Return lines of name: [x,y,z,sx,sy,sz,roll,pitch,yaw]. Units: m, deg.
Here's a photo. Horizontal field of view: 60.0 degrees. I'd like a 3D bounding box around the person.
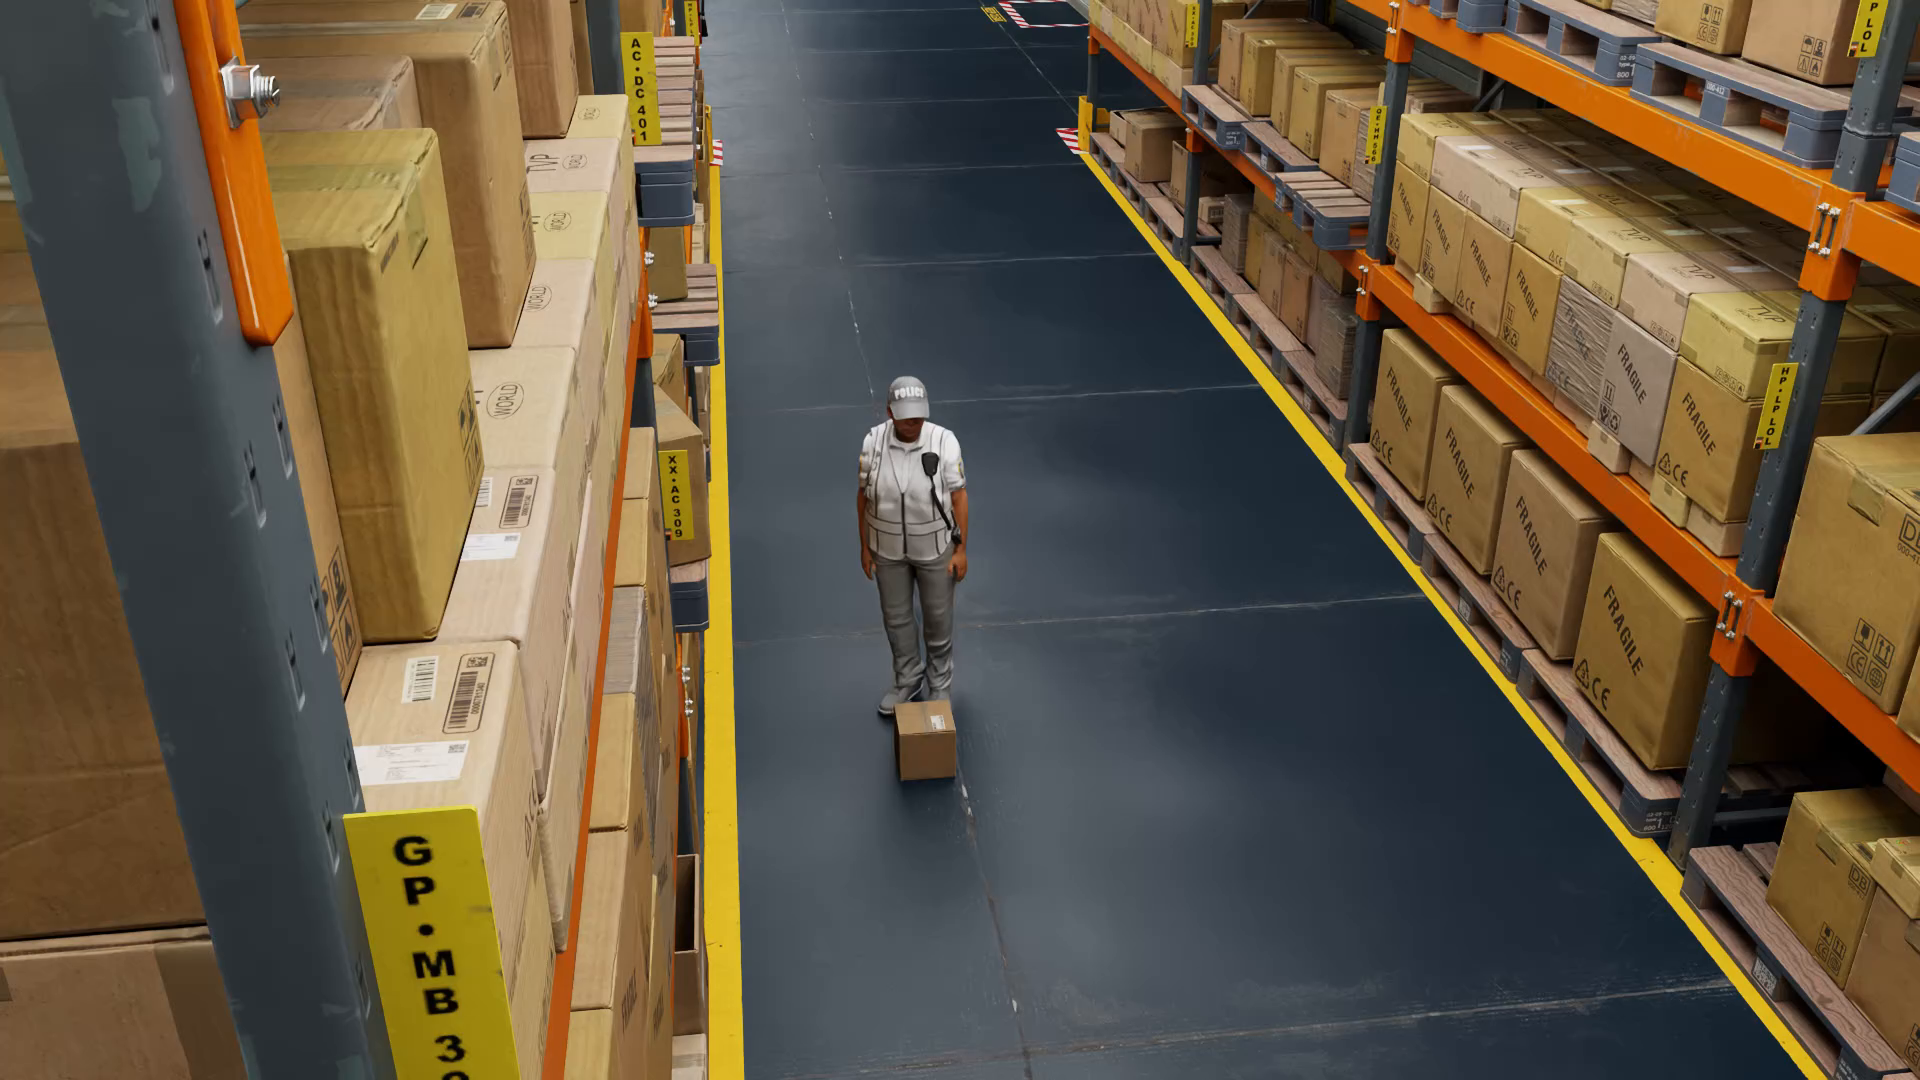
person: [-0.214,0.038,7.516,0.503,1.670,0.399,4,28,7]
